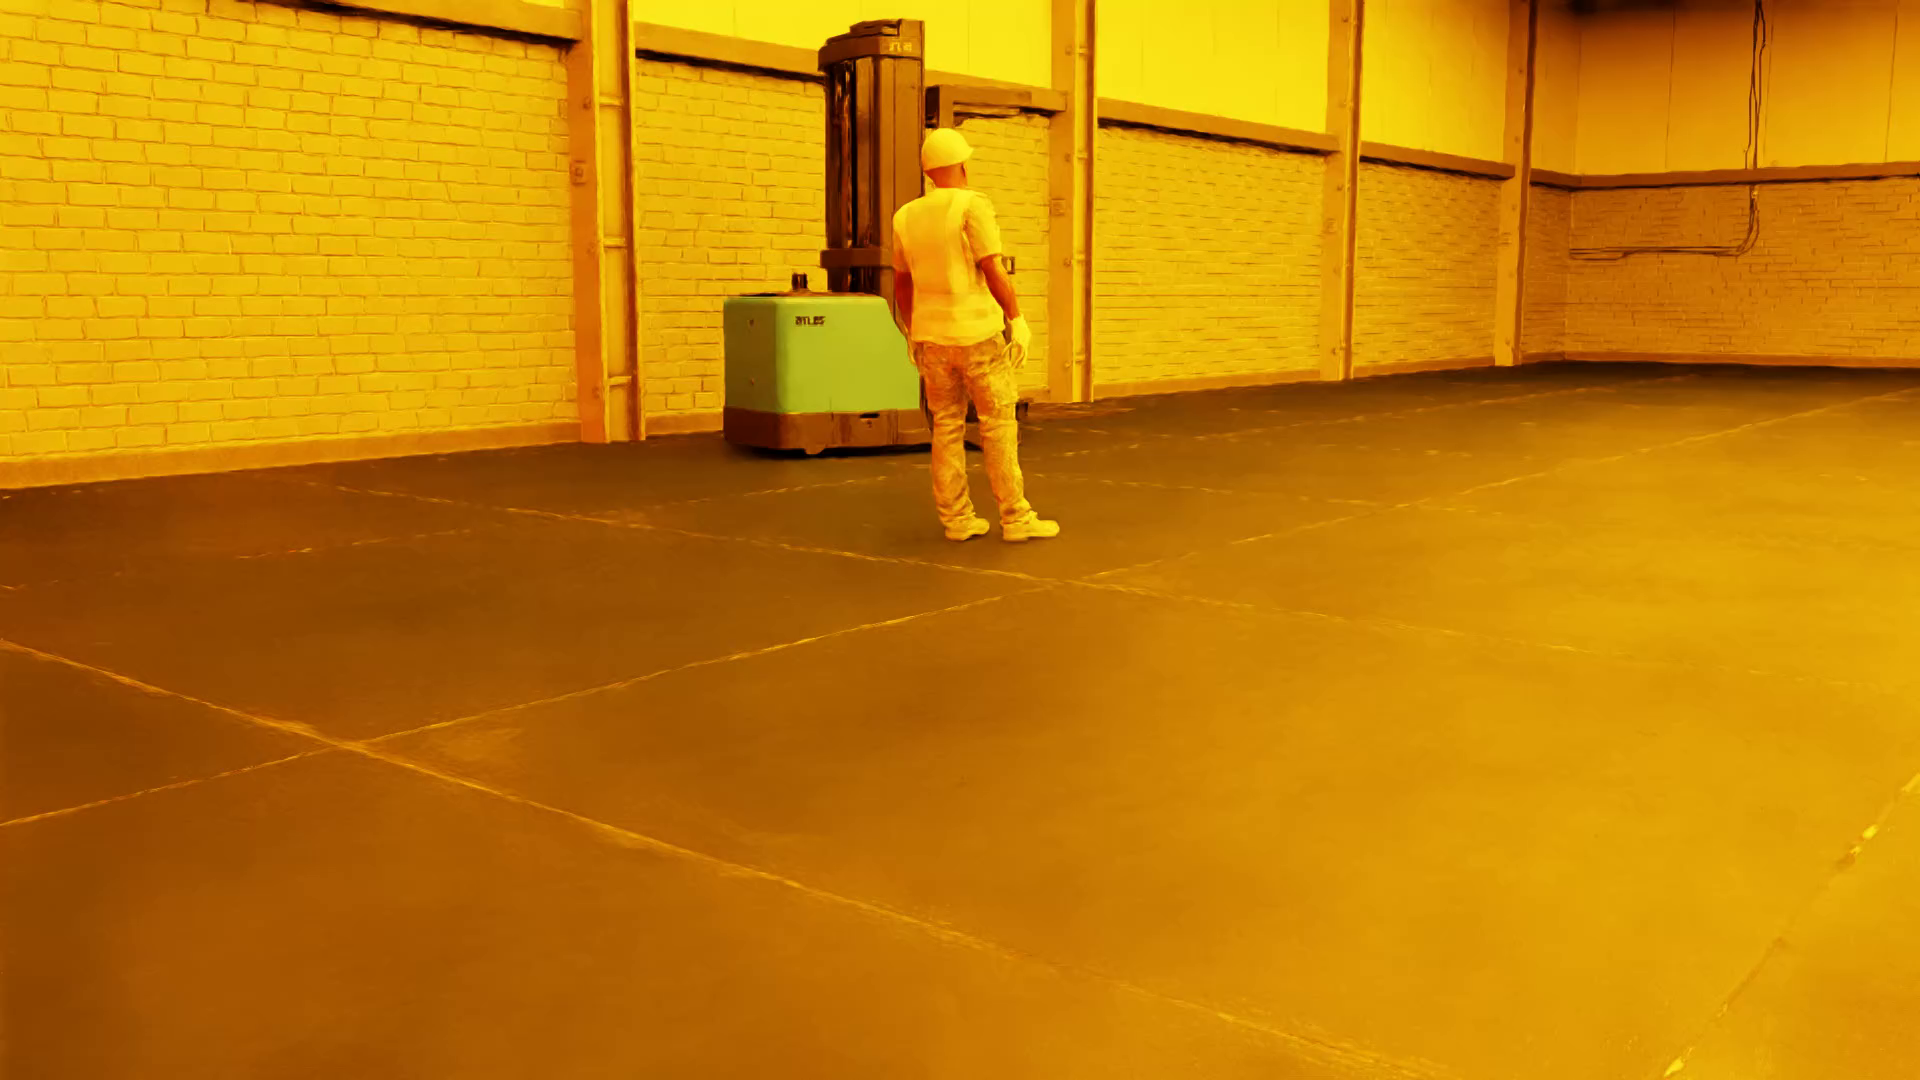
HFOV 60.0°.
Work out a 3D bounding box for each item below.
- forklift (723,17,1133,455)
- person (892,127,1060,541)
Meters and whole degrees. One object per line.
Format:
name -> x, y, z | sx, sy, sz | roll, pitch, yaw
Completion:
forklift -> -0.150, -2.150, 11.973 | 3.031, 2.935, 1.130 | -5, 10, -31
person -> 0.052, -0.896, 7.325 | 0.655, 1.782, 0.576 | 7, 11, 38
